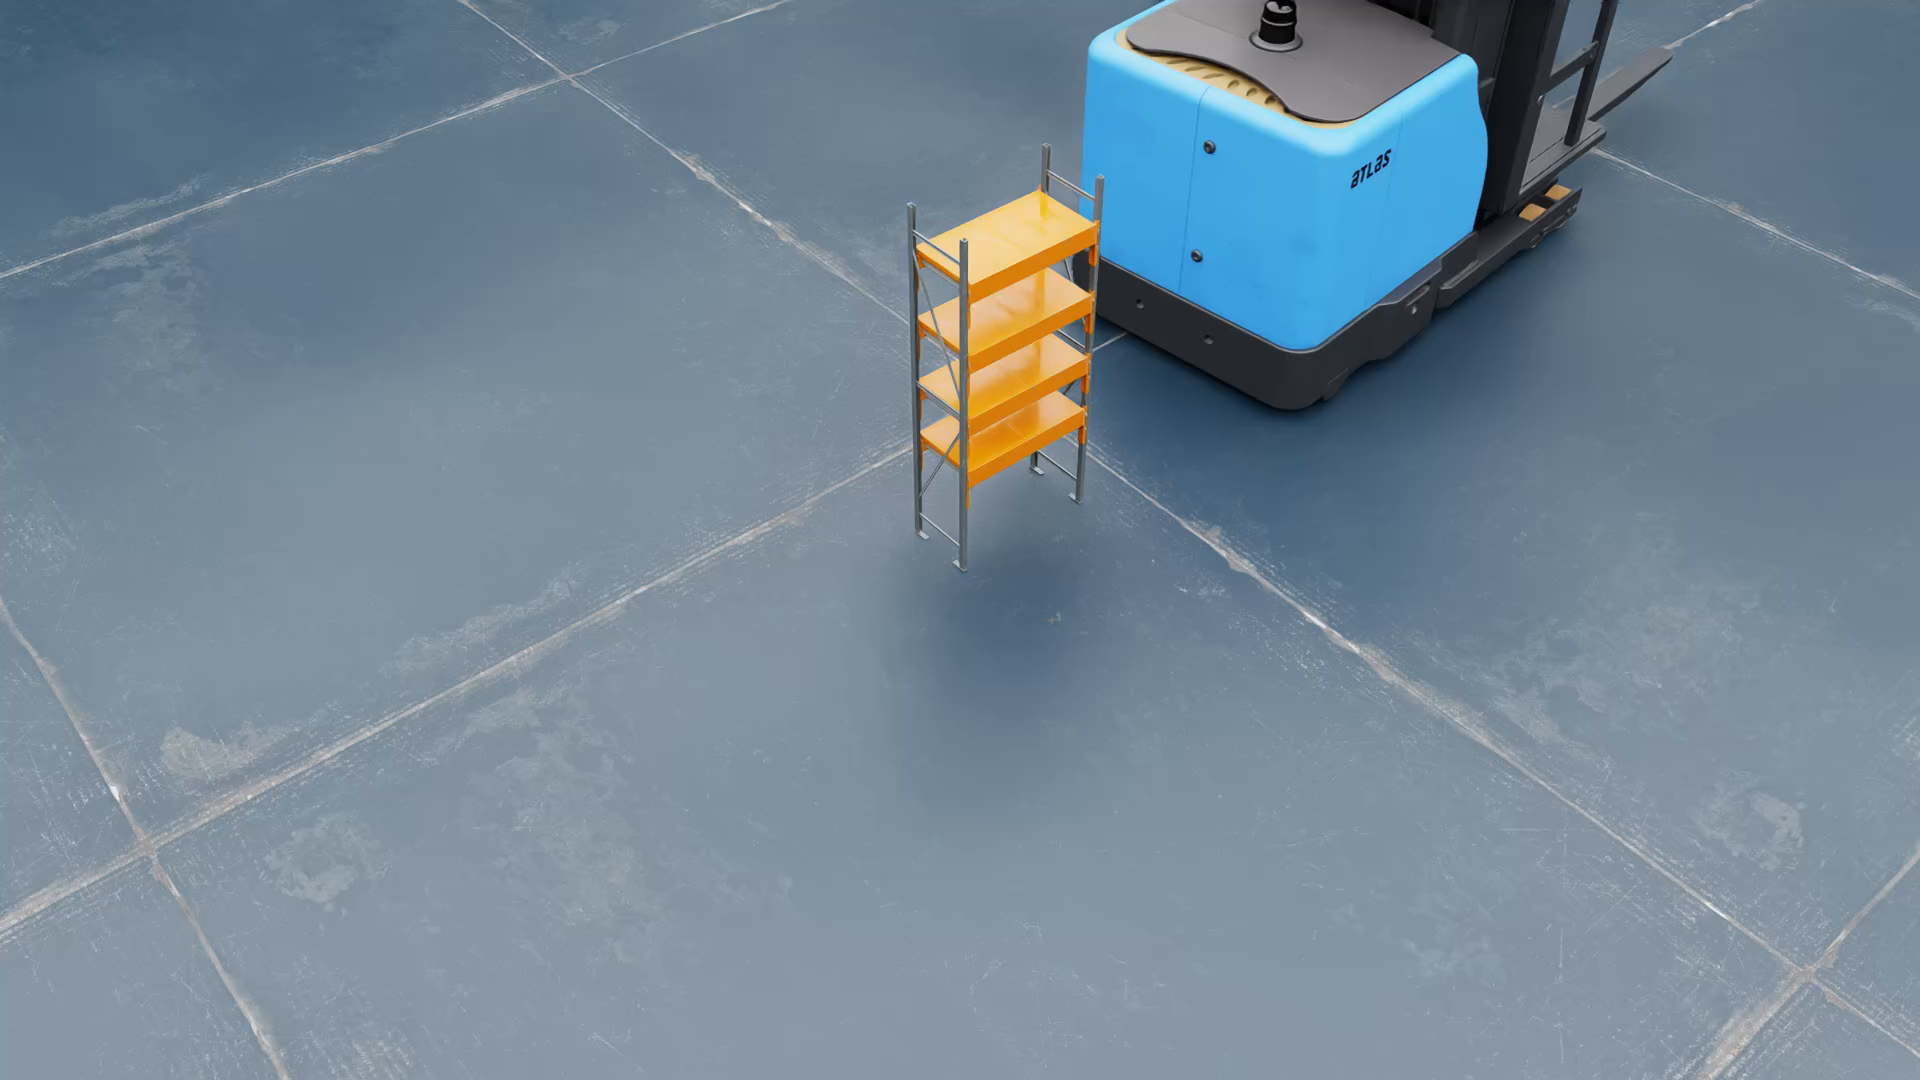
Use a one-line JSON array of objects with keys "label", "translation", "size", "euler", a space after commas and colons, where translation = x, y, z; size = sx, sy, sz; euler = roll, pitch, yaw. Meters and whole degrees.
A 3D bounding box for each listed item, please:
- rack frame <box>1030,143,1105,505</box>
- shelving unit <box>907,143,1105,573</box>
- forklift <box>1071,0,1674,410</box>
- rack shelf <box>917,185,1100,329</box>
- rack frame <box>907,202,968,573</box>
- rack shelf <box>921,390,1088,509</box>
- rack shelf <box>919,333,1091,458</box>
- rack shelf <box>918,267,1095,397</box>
[{"label": "rack frame", "translation": [0.314, -0.617, 5.031], "size": [0.015, 1.200, 0.240], "euler": [-30, 51, -28]}, {"label": "shelving unit", "translation": [0.127, -0.510, 4.917], "size": [0.503, 1.200, 0.258], "euler": [-30, 51, -28]}, {"label": "forklift", "translation": [1.788, -2.420, 5.686], "size": [1.130, 2.935, 3.031], "euler": [33, 52, 30]}, {"label": "rack shelf", "translation": [0.127, -0.796, 4.648], "size": [0.480, 0.148, 0.258], "euler": [-30, 51, -28]}, {"label": "rack frame", "translation": [-0.060, -0.403, 4.803], "size": [0.015, 1.200, 0.240], "euler": [-30, 51, -28]}, {"label": "rack shelf", "translation": [0.127, -0.316, 5.099], "size": [0.480, 0.148, 0.258], "euler": [-30, 51, -28]}, {"label": "rack shelf", "translation": [0.127, -0.461, 4.963], "size": [0.480, 0.148, 0.258], "euler": [-30, 51, -28]}, {"label": "rack shelf", "translation": [0.127, -0.624, 4.810], "size": [0.480, 0.148, 0.258], "euler": [-30, 51, -28]}]
